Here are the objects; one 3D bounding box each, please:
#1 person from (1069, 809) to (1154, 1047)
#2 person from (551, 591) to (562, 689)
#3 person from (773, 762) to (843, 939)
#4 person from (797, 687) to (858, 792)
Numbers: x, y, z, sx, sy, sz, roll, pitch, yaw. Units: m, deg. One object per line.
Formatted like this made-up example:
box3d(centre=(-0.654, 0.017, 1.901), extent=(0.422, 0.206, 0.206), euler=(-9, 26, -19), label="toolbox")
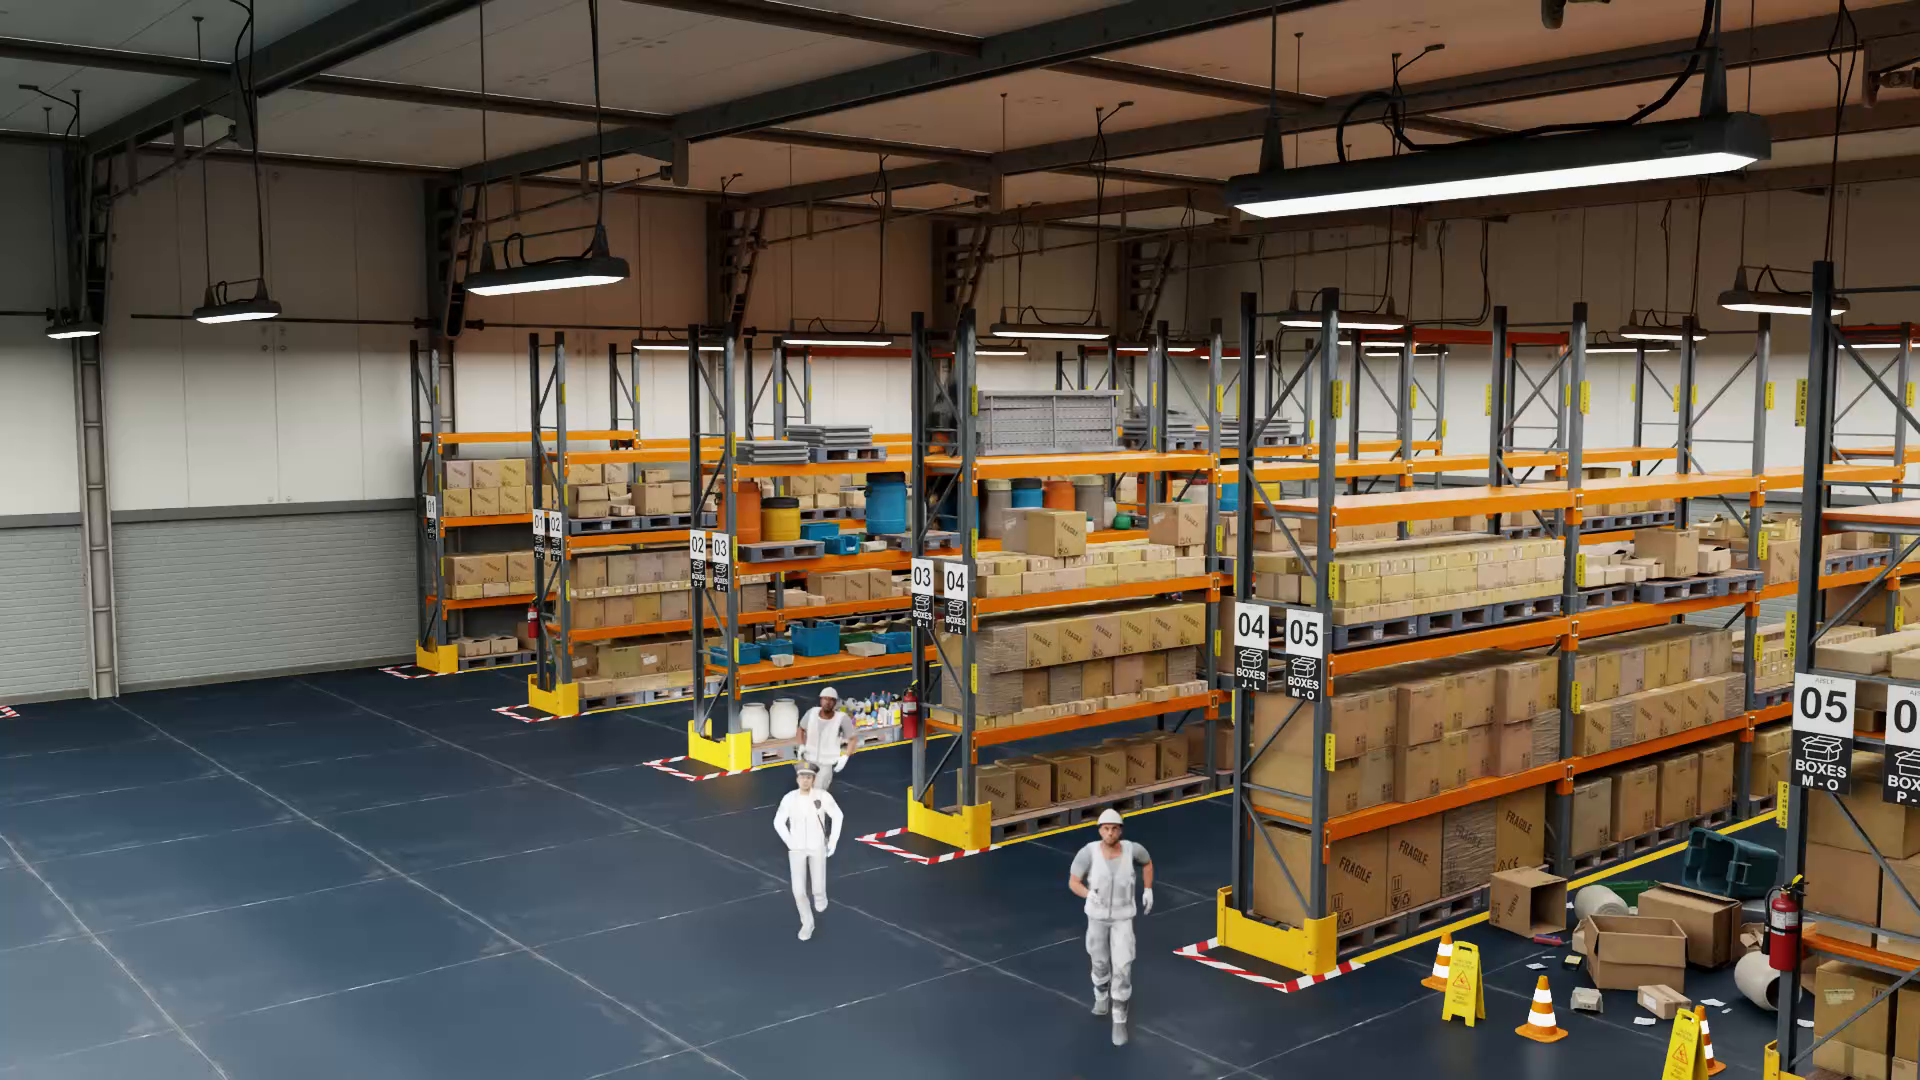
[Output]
box3d(centre=(1.205, 3.049, 13.275), extent=(0.674, 1.851, 0.794), euler=(1, 5, 6), label="person")
box3d(centre=(-6.693, 1.686, 28.221), extent=(0.620, 1.741, 0.708), euler=(-4, 7, -39), label="person")
box3d(centre=(-1.434, 2.903, 15.669), extent=(0.652, 1.664, 0.525), euler=(0, 5, -2), label="person")
box3d(centre=(-1.535, 2.537, 19.149), extent=(0.742, 1.736, 0.614), euler=(1, 5, 11), label="person")
